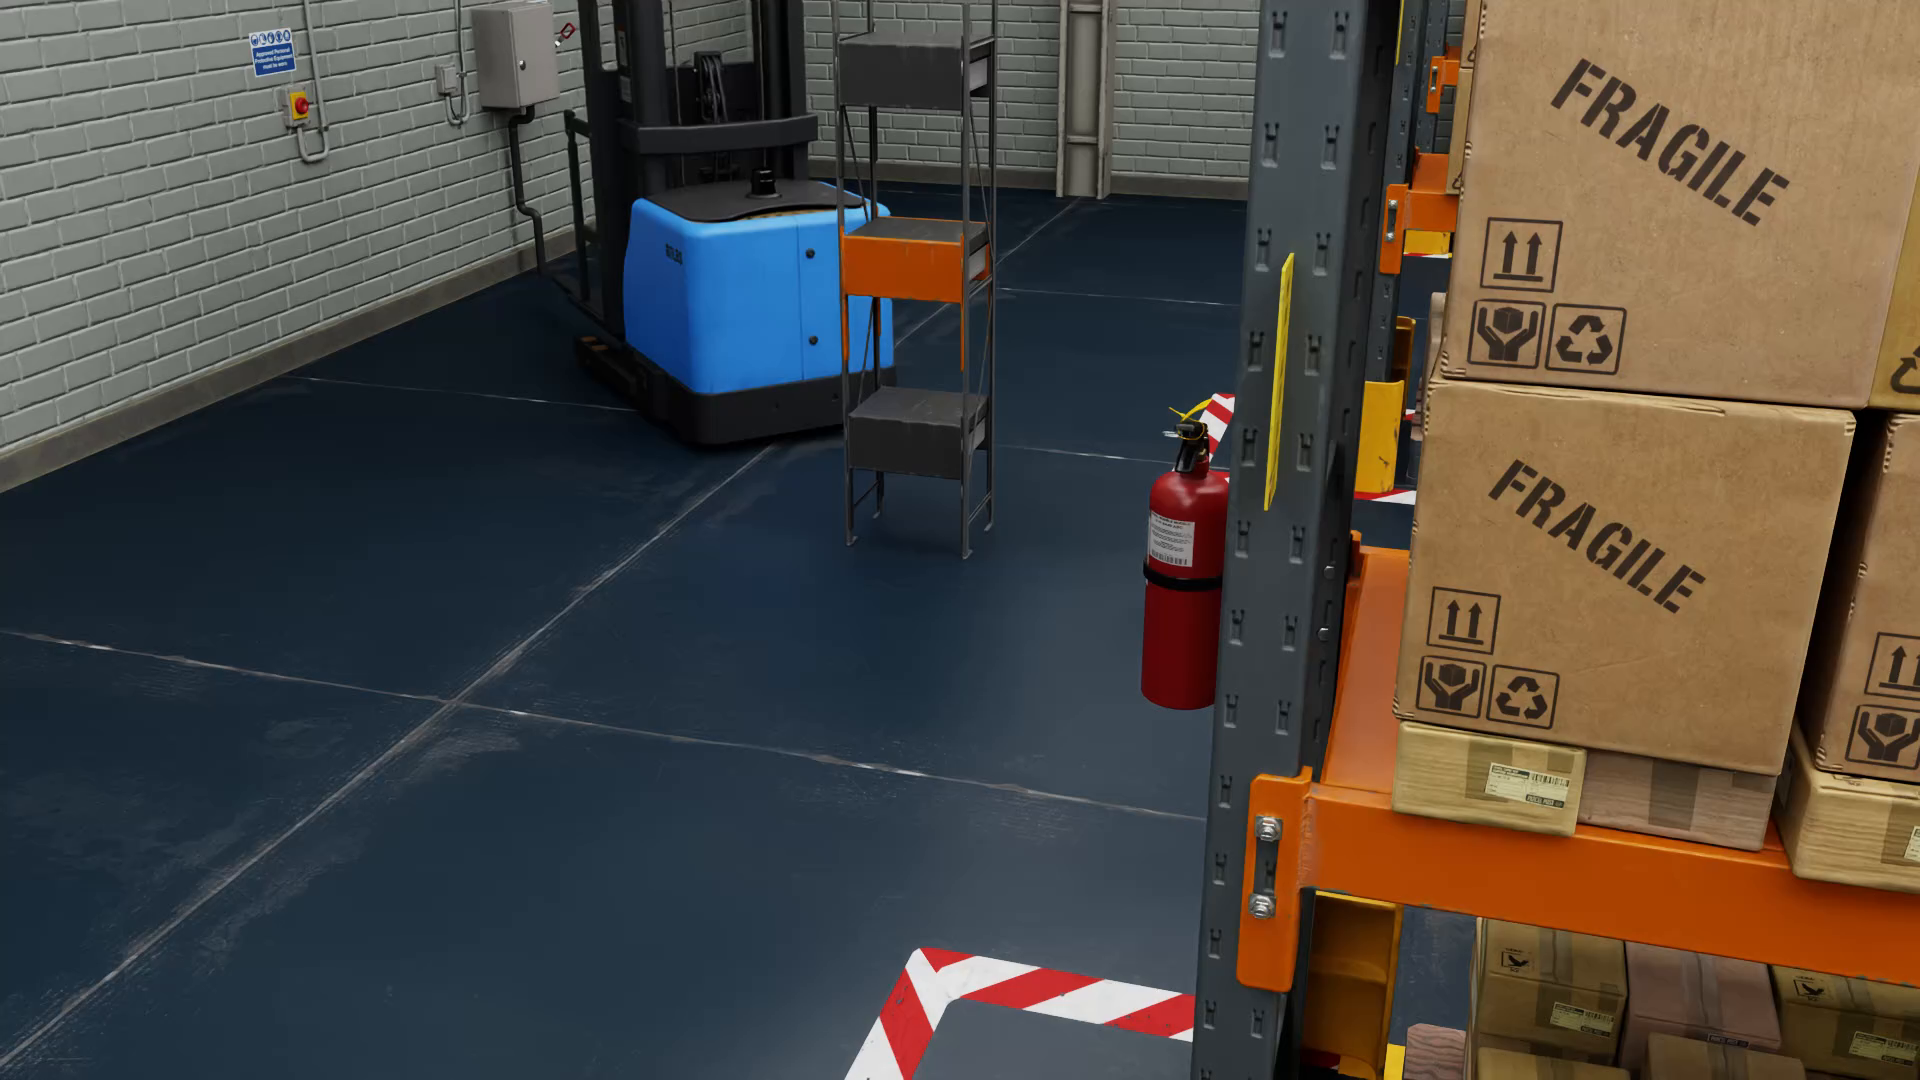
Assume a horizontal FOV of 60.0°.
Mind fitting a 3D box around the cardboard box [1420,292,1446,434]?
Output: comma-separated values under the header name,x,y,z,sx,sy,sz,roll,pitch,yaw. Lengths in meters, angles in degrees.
name,x,y,z,sx,sy,sz,roll,pitch,yaw
cardboard box,2.568,-0.784,7.552,0.875,0.438,0.875,6,23,14

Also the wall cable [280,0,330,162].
name,x,y,z,sx,sy,sz,roll,pitch,yaw
wall cable,-3.498,-2.906,8.521,0.123,1.953,0.585,7,23,16

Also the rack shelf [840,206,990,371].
name,x,y,z,sx,sy,sz,roll,pitch,yaw
rack shelf,-0.158,-0.977,6.421,0.480,0.518,0.431,7,23,16

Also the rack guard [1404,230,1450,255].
name,x,y,z,sx,sy,sz,roll,pitch,yaw
rack guard,3.411,-2.451,12.085,0.348,0.500,1.175,7,23,16

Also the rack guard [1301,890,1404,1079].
name,x,y,z,sx,sy,sz,roll,pitch,yaw
rack guard,0.647,1.163,3.276,0.348,0.500,1.175,7,23,16

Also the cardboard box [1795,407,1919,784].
name,x,y,z,sx,sy,sz,roll,pitch,yaw
cardboard box,1.444,0.013,2.262,0.500,0.500,0.500,7,23,16

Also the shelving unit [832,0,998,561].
name,x,y,z,sx,sy,sz,roll,pitch,yaw
shelving unit,-0.158,-0.990,6.416,0.503,2.100,0.431,7,23,16

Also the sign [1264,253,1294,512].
name,x,y,z,sx,sy,sz,roll,pitch,yaw
sign,0.418,-0.205,2.177,0.005,0.325,0.100,7,23,16

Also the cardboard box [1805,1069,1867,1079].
name,x,y,z,sx,sy,sz,roll,pitch,yaw
cardboard box,1.660,0.996,3.201,0.250,0.149,0.380,6,23,13

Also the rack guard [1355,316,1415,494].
name,x,y,z,sx,sy,sz,roll,pitch,yaw
rack guard,1.885,-0.658,7.714,0.348,0.500,1.175,7,23,16

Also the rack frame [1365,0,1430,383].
name,x,y,z,sx,sy,sz,roll,pitch,yaw
rack frame,1.908,-1.811,7.234,0.127,3.000,1.000,7,23,16

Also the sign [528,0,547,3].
name,x,y,z,sx,sy,sz,roll,pitch,yaw
sign,-2.807,-3.327,11.052,0.001,0.494,0.329,7,23,16

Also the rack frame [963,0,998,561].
name,x,y,z,sx,sy,sz,roll,pitch,yaw
rack frame,0.075,-0.963,6.351,0.015,2.100,0.400,7,23,16

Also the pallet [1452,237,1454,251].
name,x,y,z,sx,sy,sz,roll,pitch,yaw
pallet,4.174,-2.230,11.928,1.213,0.211,1.003,7,23,16

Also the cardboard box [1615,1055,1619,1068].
name,x,y,z,sx,sy,sz,roll,pitch,yaw
cardboard box,1.397,0.988,3.221,0.250,0.149,0.380,6,23,14

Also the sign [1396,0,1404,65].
name,x,y,z,sx,sy,sz,roll,pitch,yaw
sign,1.742,-2.048,6.564,0.005,0.325,0.100,7,23,16

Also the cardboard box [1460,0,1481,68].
name,x,y,z,sx,sy,sz,roll,pitch,yaw
cardboard box,2.285,-2.164,6.644,0.500,0.500,0.500,6,23,14

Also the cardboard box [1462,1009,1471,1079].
name,x,y,z,sx,sy,sz,roll,pitch,yaw
cardboard box,1.139,1.105,3.328,0.250,0.149,0.380,7,23,16

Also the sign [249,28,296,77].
name,x,y,z,sx,sy,sz,roll,pitch,yaw
sign,-3.570,-2.535,8.642,0.001,0.218,0.327,7,23,16

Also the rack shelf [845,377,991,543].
name,x,y,z,sx,sy,sz,roll,pitch,yaw
rack shelf,-0.158,-0.329,6.687,0.480,0.518,0.431,7,23,16

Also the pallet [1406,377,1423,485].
name,x,y,z,sx,sy,sz,roll,pitch,yaw
pallet,2.696,-0.462,7.619,1.213,0.211,1.003,7,23,16

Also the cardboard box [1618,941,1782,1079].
name,x,y,z,sx,sy,sz,roll,pitch,yaw
cardboard box,1.378,0.862,3.136,0.250,0.149,0.380,7,23,17

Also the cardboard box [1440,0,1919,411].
name,x,y,z,sx,sy,sz,roll,pitch,yaw
cardboard box,0.928,-0.503,2.202,0.500,0.500,0.500,6,23,15

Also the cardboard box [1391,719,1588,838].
name,x,y,z,sx,sy,sz,roll,pitch,yaw
cardboard box,0.790,0.269,2.493,0.250,0.149,0.380,6,23,15

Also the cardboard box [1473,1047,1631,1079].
name,x,y,z,sx,sy,sz,roll,pitch,yaw
cardboard box,0.978,1.028,2.730,0.250,0.149,0.380,5,23,13

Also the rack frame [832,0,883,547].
name,x,y,z,sx,sy,sz,roll,pitch,yaw
rack frame,-0.392,-1.016,6.481,0.015,2.100,0.400,7,23,16

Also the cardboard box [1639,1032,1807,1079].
name,x,y,z,sx,sy,sz,roll,pitch,yaw
cardboard box,1.277,1.015,2.763,0.250,0.149,0.380,7,23,16

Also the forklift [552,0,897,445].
name,x,y,z,sx,sy,sz,roll,pitch,yaw
forklift,-1.455,-2.313,8.546,1.130,2.935,3.031,-12,25,-26

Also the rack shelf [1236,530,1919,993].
name,x,y,z,sx,sy,sz,roll,pitch,yaw
rack shelf,2.489,0.550,2.424,4.000,0.370,1.077,7,23,16

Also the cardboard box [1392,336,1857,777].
name,x,y,z,sx,sy,sz,roll,pitch,yaw
cardboard box,0.924,-0.036,2.382,0.500,0.500,0.500,8,24,18

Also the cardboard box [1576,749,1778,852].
name,x,y,z,sx,sy,sz,roll,pitch,yaw
cardboard box,1.046,0.282,2.462,0.250,0.149,0.380,7,23,17

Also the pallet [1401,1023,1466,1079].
name,x,y,z,sx,sy,sz,roll,pitch,yaw
pallet,1.415,1.398,3.083,1.213,0.211,1.003,7,23,16

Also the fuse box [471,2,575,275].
name,x,y,z,sx,sy,sz,roll,pitch,yaw
fuse box,-2.751,-2.572,10.786,0.414,1.711,0.539,7,23,16

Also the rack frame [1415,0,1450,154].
name,x,y,z,sx,sy,sz,roll,pitch,yaw
rack frame,3.338,-3.615,11.631,0.127,3.000,1.000,7,23,16

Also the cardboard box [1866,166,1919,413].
name,x,y,z,sx,sy,sz,roll,pitch,yaw
cardboard box,1.413,-0.450,2.073,0.500,0.500,0.500,7,23,17

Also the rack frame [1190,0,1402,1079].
name,x,y,z,sx,sy,sz,roll,pitch,yaw
rack frame,0.574,-0.002,2.822,0.127,3.000,1.000,7,23,16

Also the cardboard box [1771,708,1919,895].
name,x,y,z,sx,sy,sz,roll,pitch,yaw
cardboard box,1.288,0.331,2.342,0.250,0.149,0.380,6,23,14

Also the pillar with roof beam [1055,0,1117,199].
name,x,y,z,sx,sy,sz,roll,pitch,yaw
pillar with roof beam,-0.227,-5.450,8.198,0.400,9.000,9.100,7,23,16

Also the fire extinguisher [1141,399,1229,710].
name,x,y,z,sx,sy,sz,roll,pitch,yaw
fire extinguisher,0.467,0.011,3.384,0.183,0.674,0.296,7,23,16

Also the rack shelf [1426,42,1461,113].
name,x,y,z,sx,sy,sz,roll,pitch,yaw
rack shelf,5.253,-3.063,11.233,4.000,0.370,1.077,7,23,16

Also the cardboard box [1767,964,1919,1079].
name,x,y,z,sx,sy,sz,roll,pitch,yaw
cardboard box,1.663,0.844,3.179,0.250,0.149,0.380,6,23,14

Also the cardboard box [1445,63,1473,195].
name,x,y,z,sx,sy,sz,roll,pitch,yaw
cardboard box,2.284,-1.701,6.832,0.500,0.500,0.500,6,23,15

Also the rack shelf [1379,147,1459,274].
name,x,y,z,sx,sy,sz,roll,pitch,yaw
rack shelf,3.822,-1.259,6.836,4.000,0.370,1.077,7,23,16

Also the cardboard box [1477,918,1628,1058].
name,x,y,z,sx,sy,sz,roll,pitch,yaw
cardboard box,1.155,0.813,3.254,0.250,0.149,0.380,7,23,16

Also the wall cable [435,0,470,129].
name,x,y,z,sx,sy,sz,roll,pitch,yaw
wall cable,-3.099,-3.408,9.786,0.122,1.984,0.588,7,23,16

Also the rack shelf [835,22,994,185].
name,x,y,z,sx,sy,sz,roll,pitch,yaw
rack shelf,-0.158,-1.625,6.155,0.480,0.518,0.431,7,23,16

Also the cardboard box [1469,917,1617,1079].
name,x,y,z,sx,sy,sz,roll,pitch,yaw
cardboard box,1.162,0.939,3.339,0.250,0.149,0.380,6,23,14

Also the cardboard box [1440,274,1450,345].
name,x,y,z,sx,sy,sz,roll,pitch,yaw
cardboard box,1.079,-0.230,2.855,0.500,0.500,0.500,7,23,17
